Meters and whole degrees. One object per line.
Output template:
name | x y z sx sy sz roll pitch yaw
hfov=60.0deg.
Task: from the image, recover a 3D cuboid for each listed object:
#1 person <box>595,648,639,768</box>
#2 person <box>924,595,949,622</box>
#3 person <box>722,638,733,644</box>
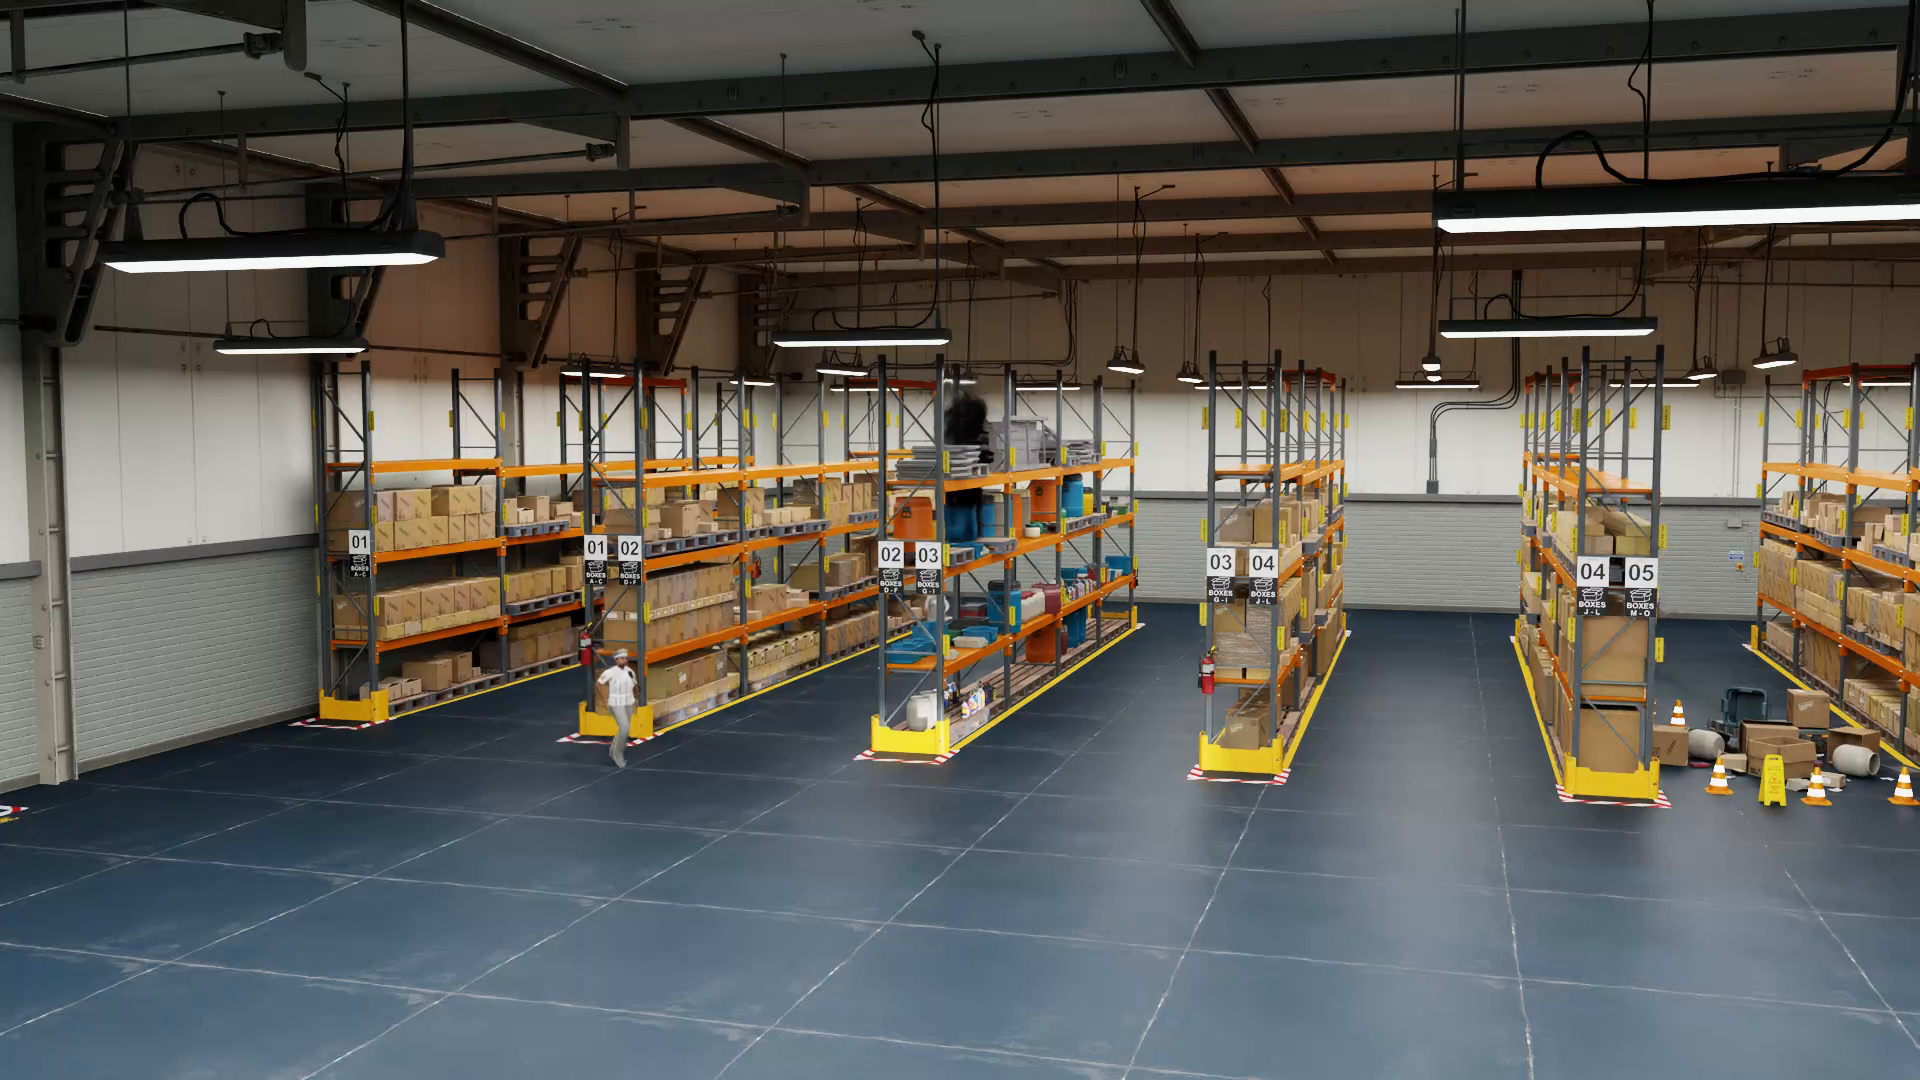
person | -4.922 2.437 24.171 0.717 1.734 0.546 3 5 39
person | -0.512 1.701 35.059 0.519 1.564 0.580 1 4 9
person | -4.773 1.694 34.001 0.608 1.816 0.747 1 4 16
